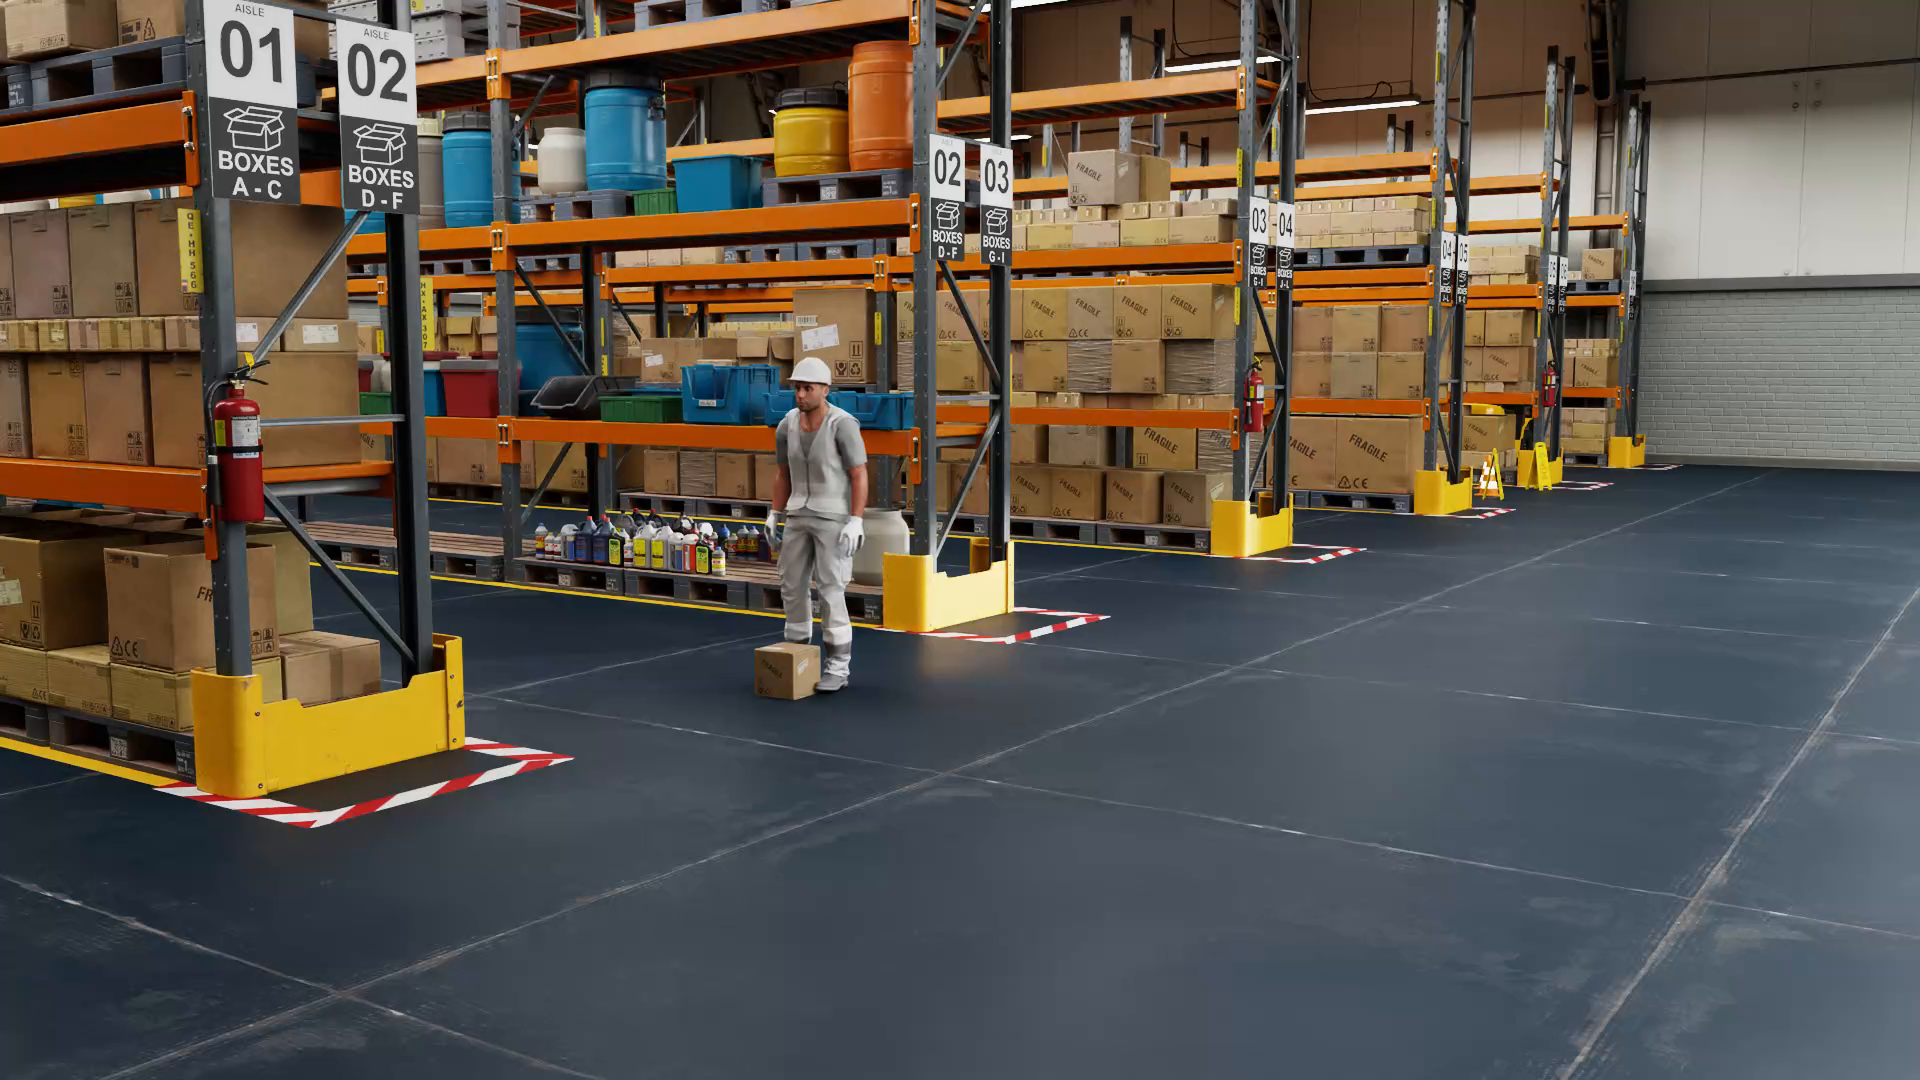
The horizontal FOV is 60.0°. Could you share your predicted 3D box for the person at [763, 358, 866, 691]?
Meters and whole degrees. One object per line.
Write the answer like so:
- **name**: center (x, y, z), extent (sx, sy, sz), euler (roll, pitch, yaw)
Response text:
- **person**: center (-0.784, -0.084, 8.922), extent (0.621, 1.779, 0.453), euler (4, 7, 32)
